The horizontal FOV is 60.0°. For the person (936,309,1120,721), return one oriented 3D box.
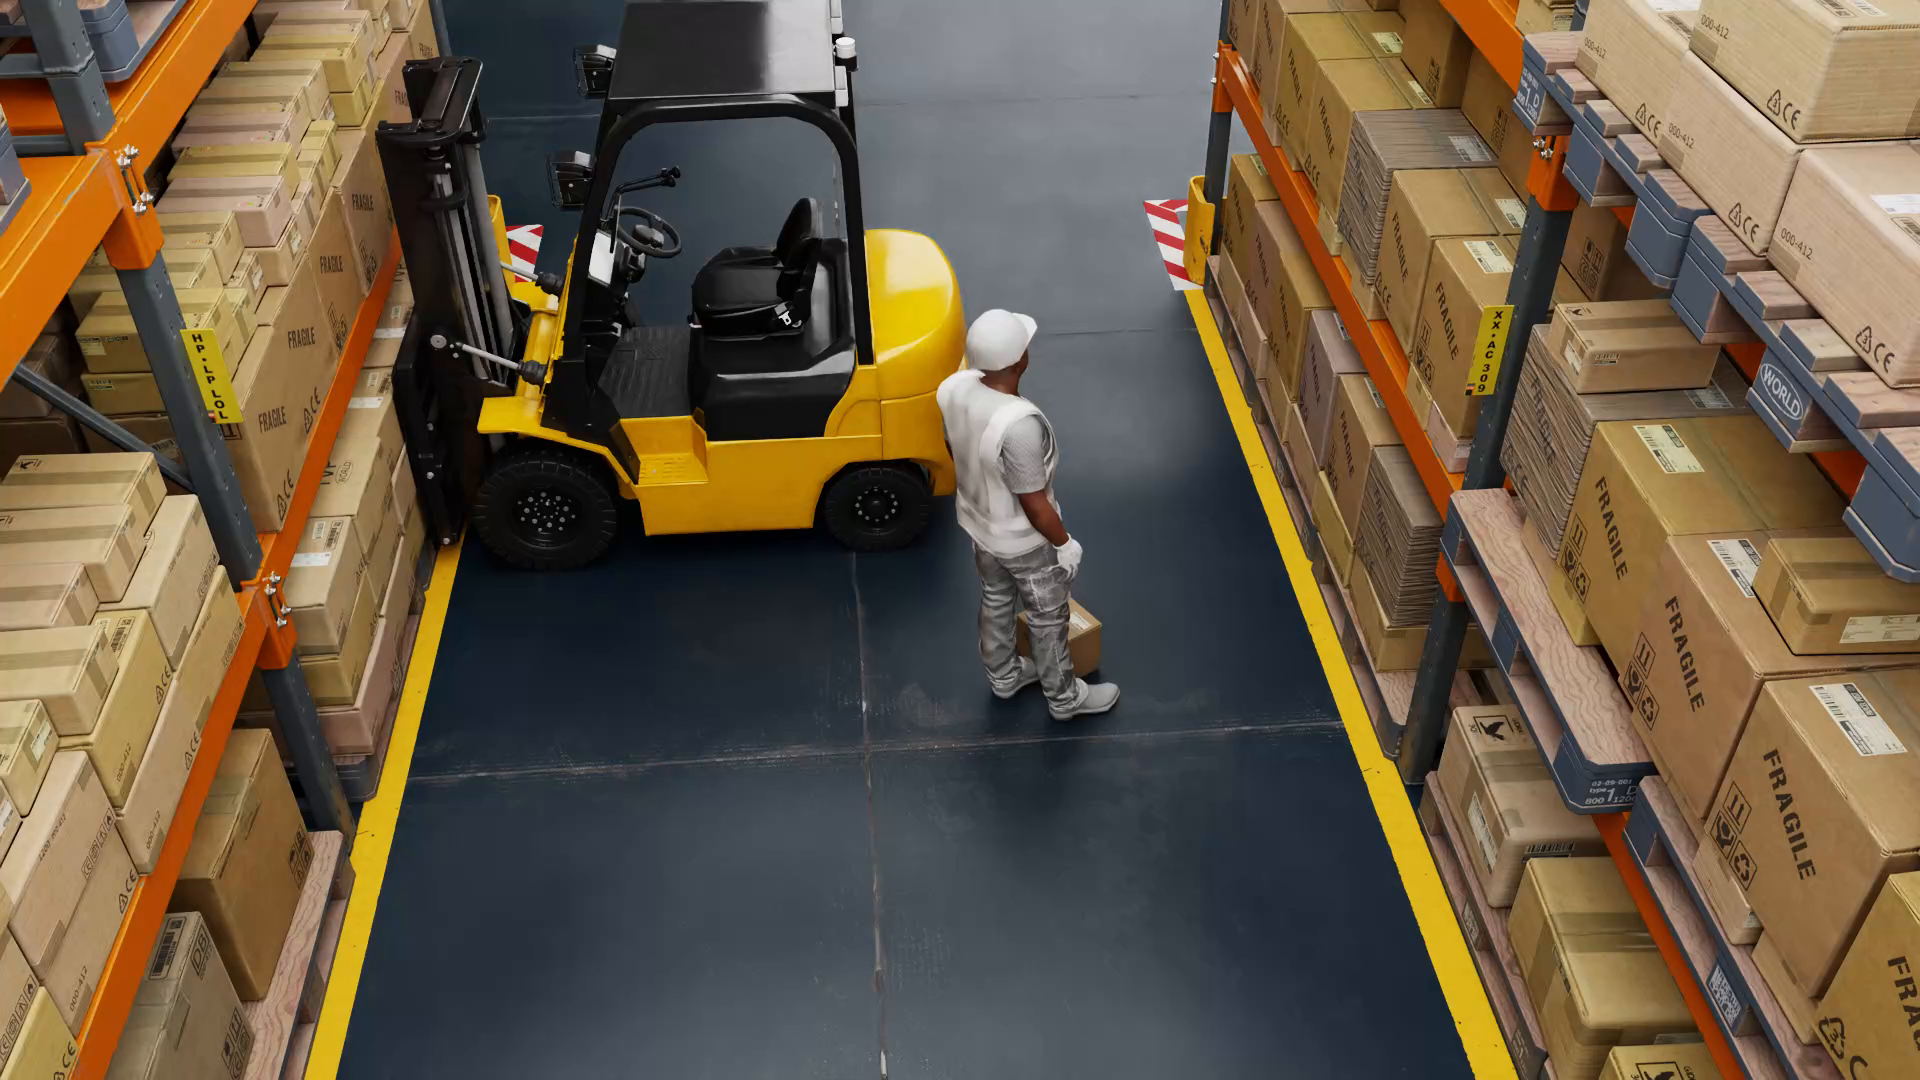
[{"bbox_3d":[0.257,-0.098,6.245,0.577,1.782,0.656,-23,44,-26],"label":"person"}]
